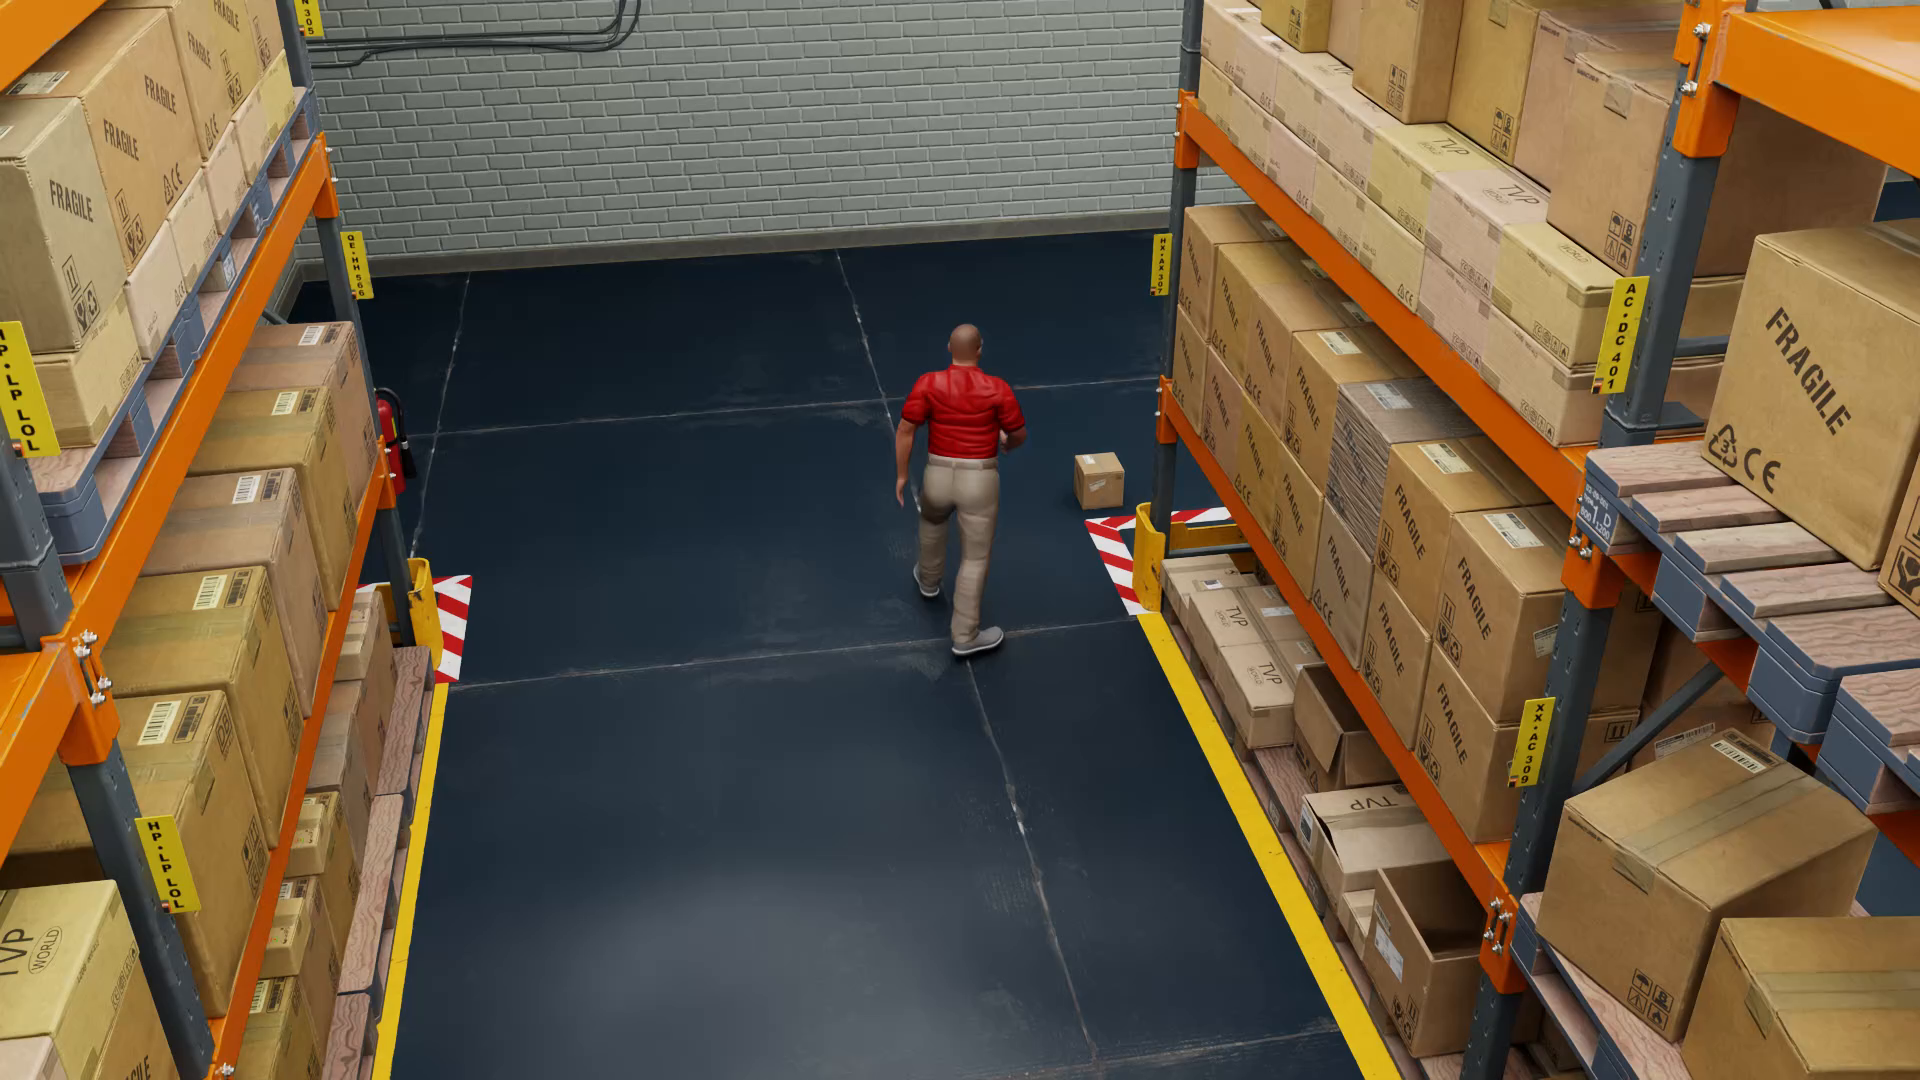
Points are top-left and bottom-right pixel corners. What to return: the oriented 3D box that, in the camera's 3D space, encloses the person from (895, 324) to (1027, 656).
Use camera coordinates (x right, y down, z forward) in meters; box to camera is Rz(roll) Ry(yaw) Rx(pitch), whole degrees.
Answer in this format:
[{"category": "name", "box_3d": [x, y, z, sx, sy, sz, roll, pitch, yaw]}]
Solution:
[{"category": "person", "box_3d": [-0.025, -0.306, 8.698, 0.702, 1.660, 0.837, 9, 32, 15]}]
